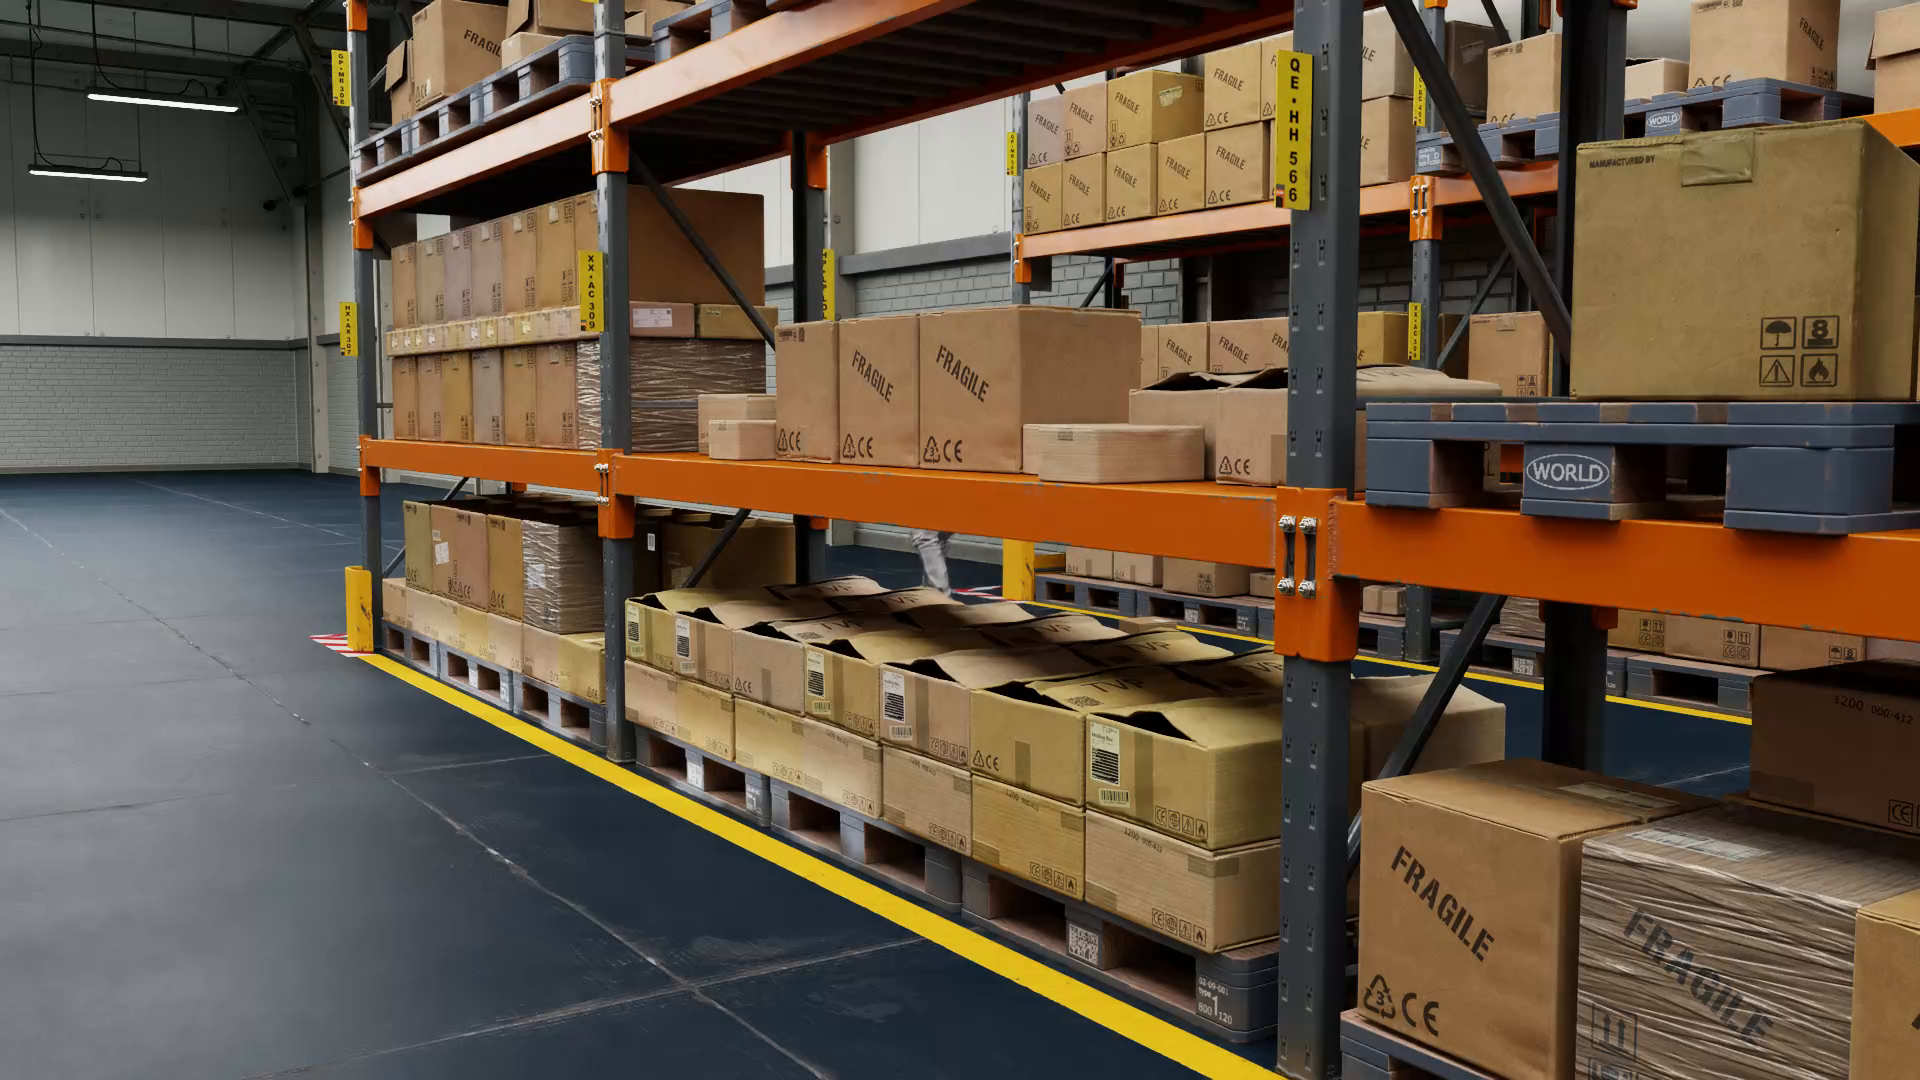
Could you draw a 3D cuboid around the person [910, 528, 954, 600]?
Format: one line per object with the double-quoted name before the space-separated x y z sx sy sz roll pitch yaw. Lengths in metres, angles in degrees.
"person" -0.216 -0.322 11.649 0.566 1.738 1.077 -2 5 -24
